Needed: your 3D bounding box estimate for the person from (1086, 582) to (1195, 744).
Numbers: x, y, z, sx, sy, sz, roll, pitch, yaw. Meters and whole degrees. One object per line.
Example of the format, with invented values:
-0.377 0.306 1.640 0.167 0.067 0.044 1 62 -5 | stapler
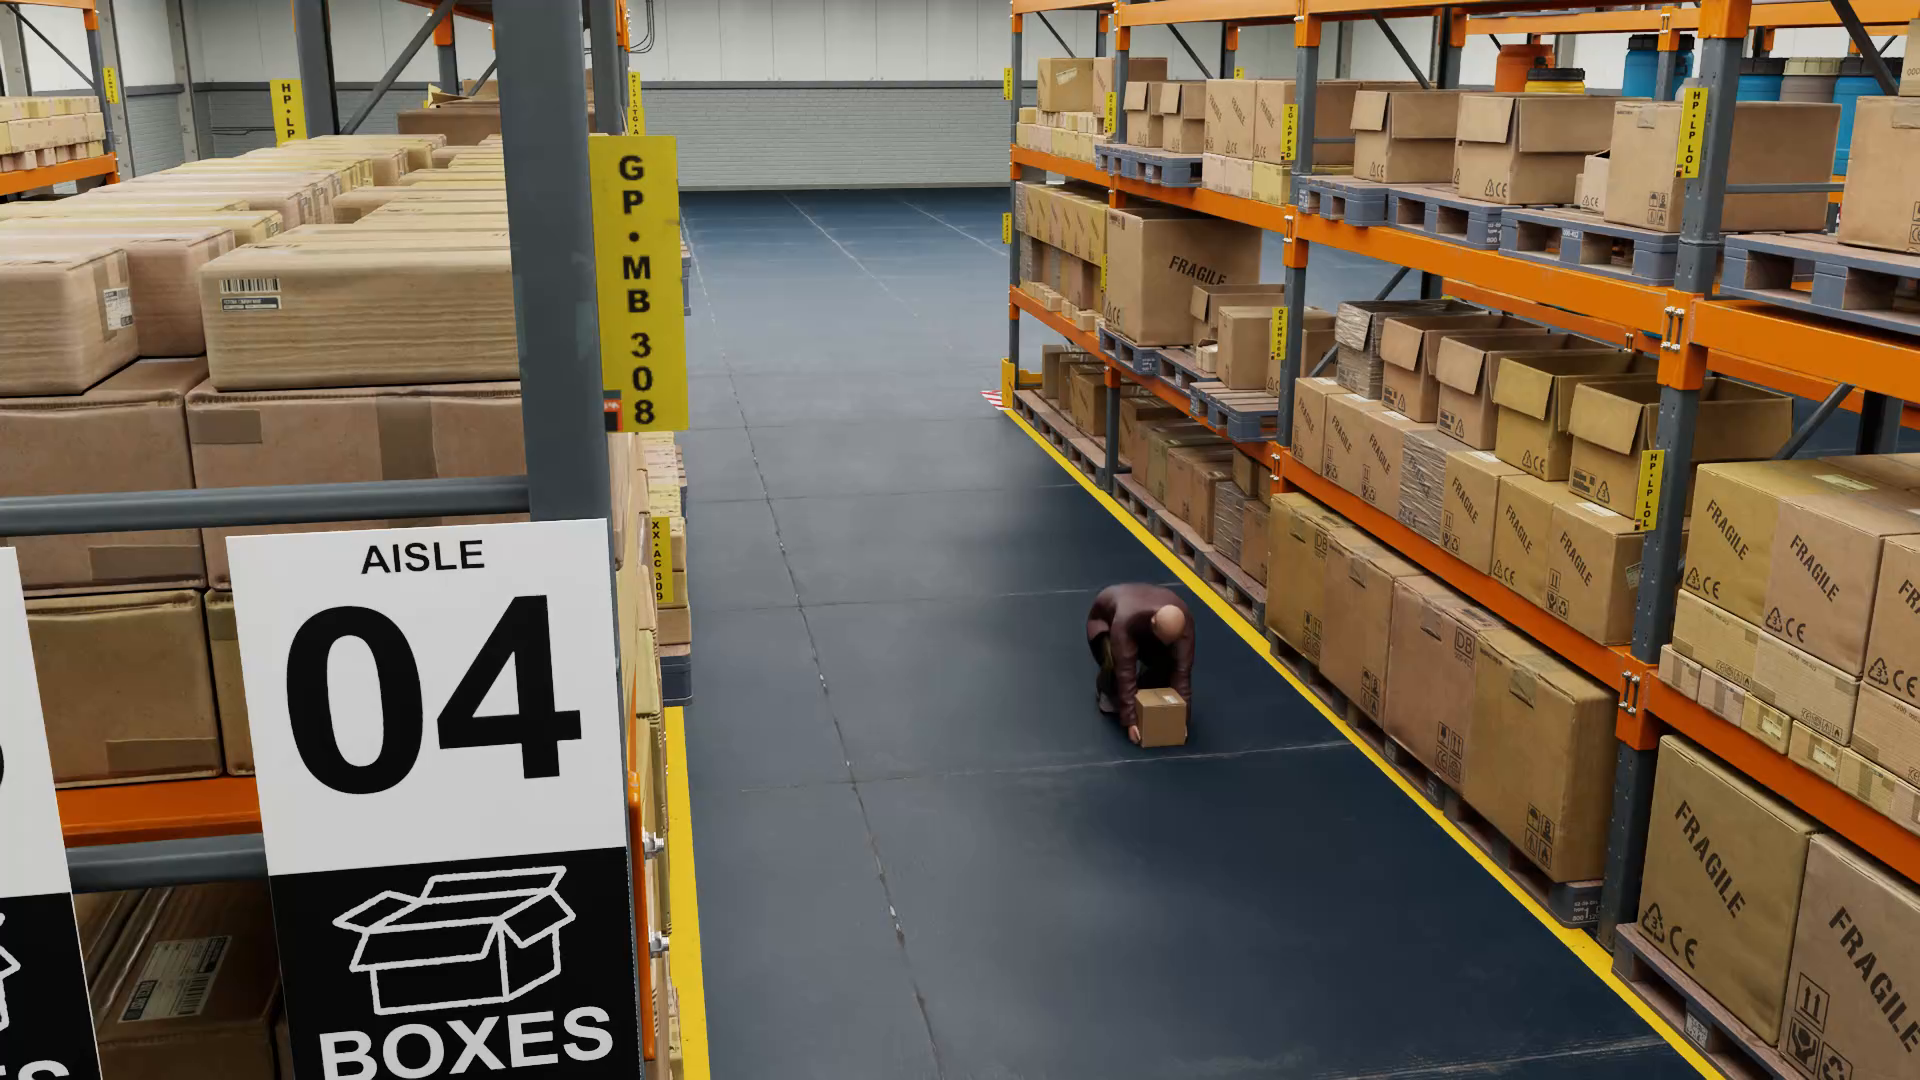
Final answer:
1.046 0.658 9.621 0.577 0.806 0.945 -3 16 -12 | person
